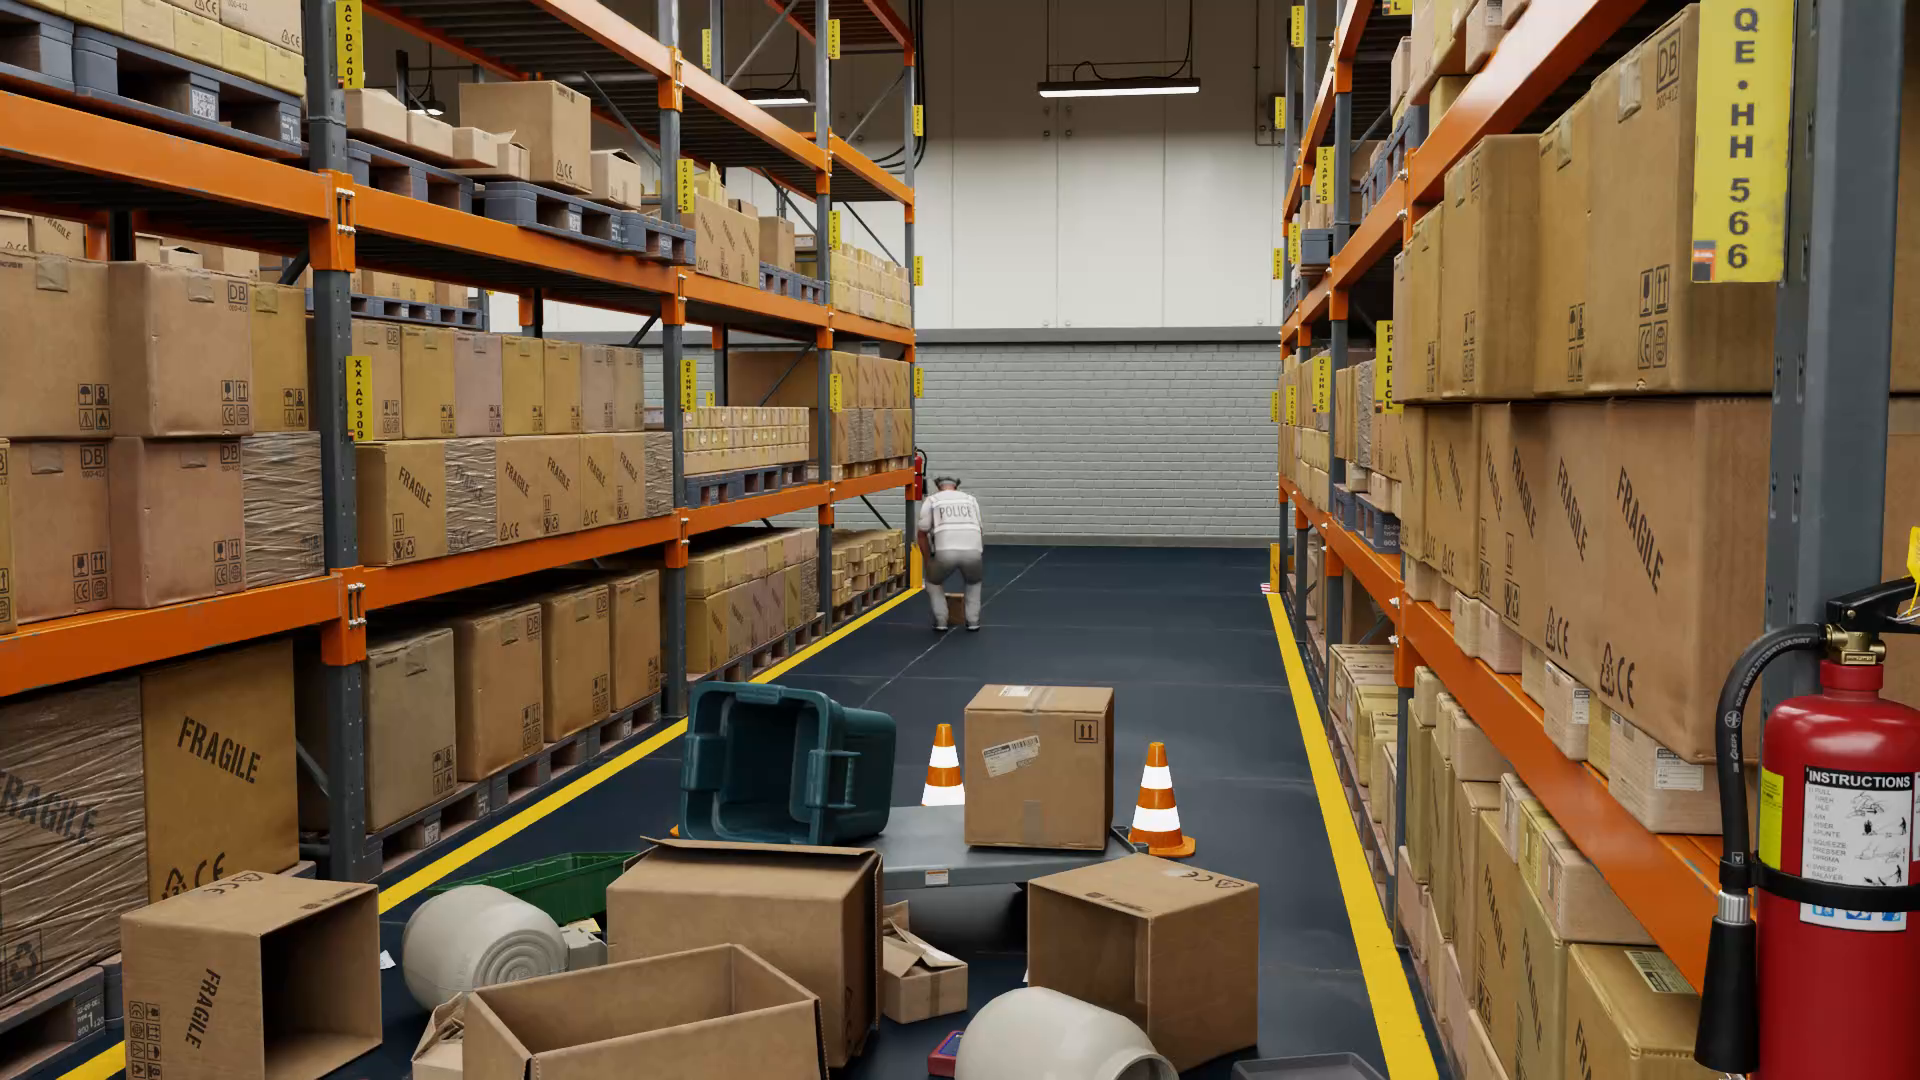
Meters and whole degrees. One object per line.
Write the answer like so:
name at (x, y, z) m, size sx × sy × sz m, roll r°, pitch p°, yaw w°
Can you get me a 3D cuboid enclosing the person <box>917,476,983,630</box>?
person at (-0.082, 0.118, 14.752) m, size 0.589 × 1.345 × 0.841 m, roll 0°, pitch 4°, yaw -5°
